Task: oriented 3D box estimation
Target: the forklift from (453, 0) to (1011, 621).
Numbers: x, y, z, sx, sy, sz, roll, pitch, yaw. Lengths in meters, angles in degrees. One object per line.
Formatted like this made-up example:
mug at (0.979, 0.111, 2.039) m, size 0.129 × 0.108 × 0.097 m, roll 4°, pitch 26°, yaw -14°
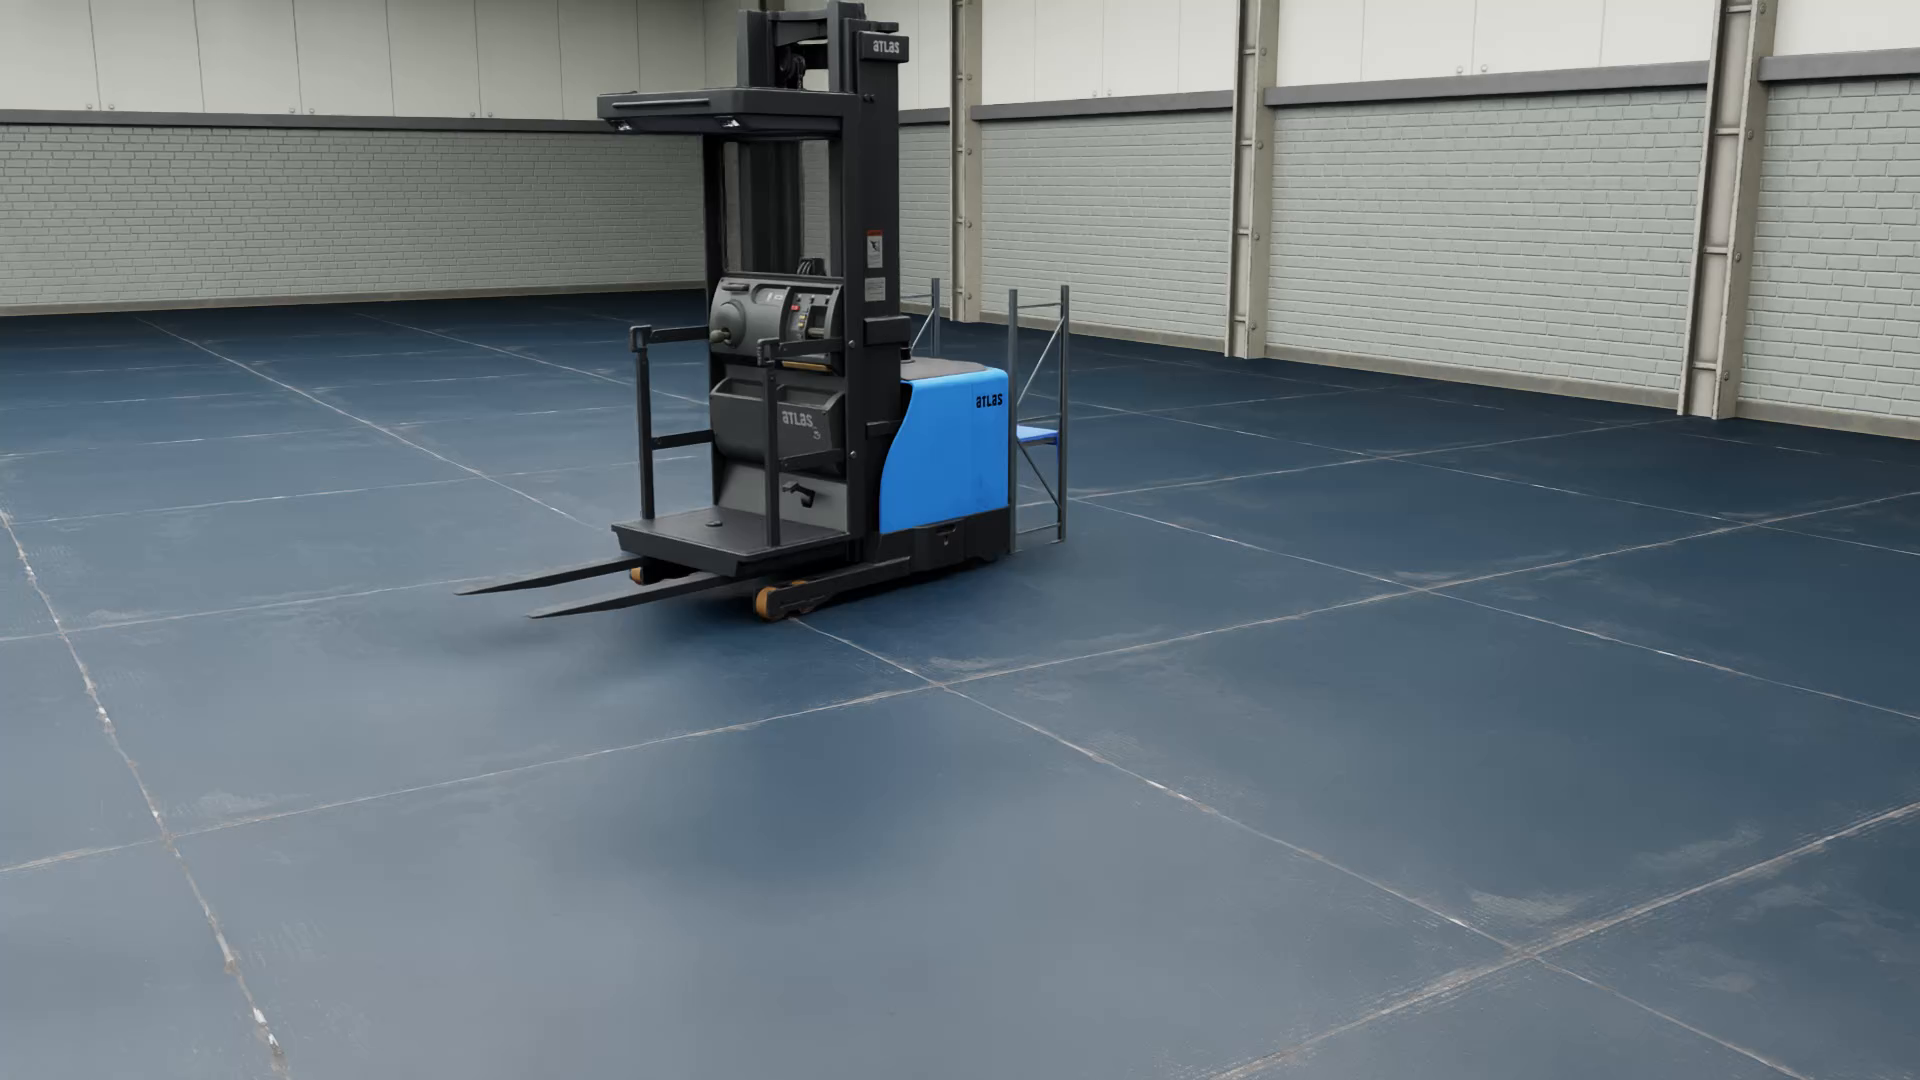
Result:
forklift at (-1.085, -1.162, 8.316) m, size 1.130 × 2.935 × 3.031 m, roll 11°, pitch 17°, yaw 41°

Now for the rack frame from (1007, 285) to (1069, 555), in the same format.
rack frame at (0.447, -0.691, 9.511) m, size 0.032 × 1.500 × 0.500 m, roll 11°, pitch 16°, yaw 41°

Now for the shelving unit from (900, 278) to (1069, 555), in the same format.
shelving unit at (0.071, -0.764, 9.845) m, size 1.048 × 1.500 × 0.538 m, roll 11°, pitch 16°, yaw 41°

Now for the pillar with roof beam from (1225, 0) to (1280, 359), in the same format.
pillar with roof beam at (-0.175, -6.077, 16.585) m, size 9.100 × 9.000 × 0.400 m, roll -8°, pitch 15°, yaw -33°

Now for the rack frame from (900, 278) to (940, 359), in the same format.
rack frame at (-0.305, -0.837, 10.179) m, size 0.032 × 1.500 × 0.500 m, roll 11°, pitch 16°, yaw 41°

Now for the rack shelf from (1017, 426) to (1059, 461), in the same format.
rack shelf at (0.071, -0.588, 9.883) m, size 1.000 × 0.185 × 0.538 m, roll 11°, pitch 16°, yaw 41°

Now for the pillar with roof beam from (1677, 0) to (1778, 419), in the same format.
pillar with roof beam at (3.149, -5.010, 11.705) m, size 9.100 × 9.000 × 0.400 m, roll -8°, pitch 15°, yaw -33°

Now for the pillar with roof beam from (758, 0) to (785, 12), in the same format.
pillar with roof beam at (-6.824, -8.211, 26.344) m, size 9.100 × 9.000 × 0.400 m, roll -8°, pitch 15°, yaw -33°

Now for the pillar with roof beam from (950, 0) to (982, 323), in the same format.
pillar with roof beam at (-3.500, -7.144, 21.465) m, size 9.100 × 9.000 × 0.400 m, roll -8°, pitch 15°, yaw -33°
